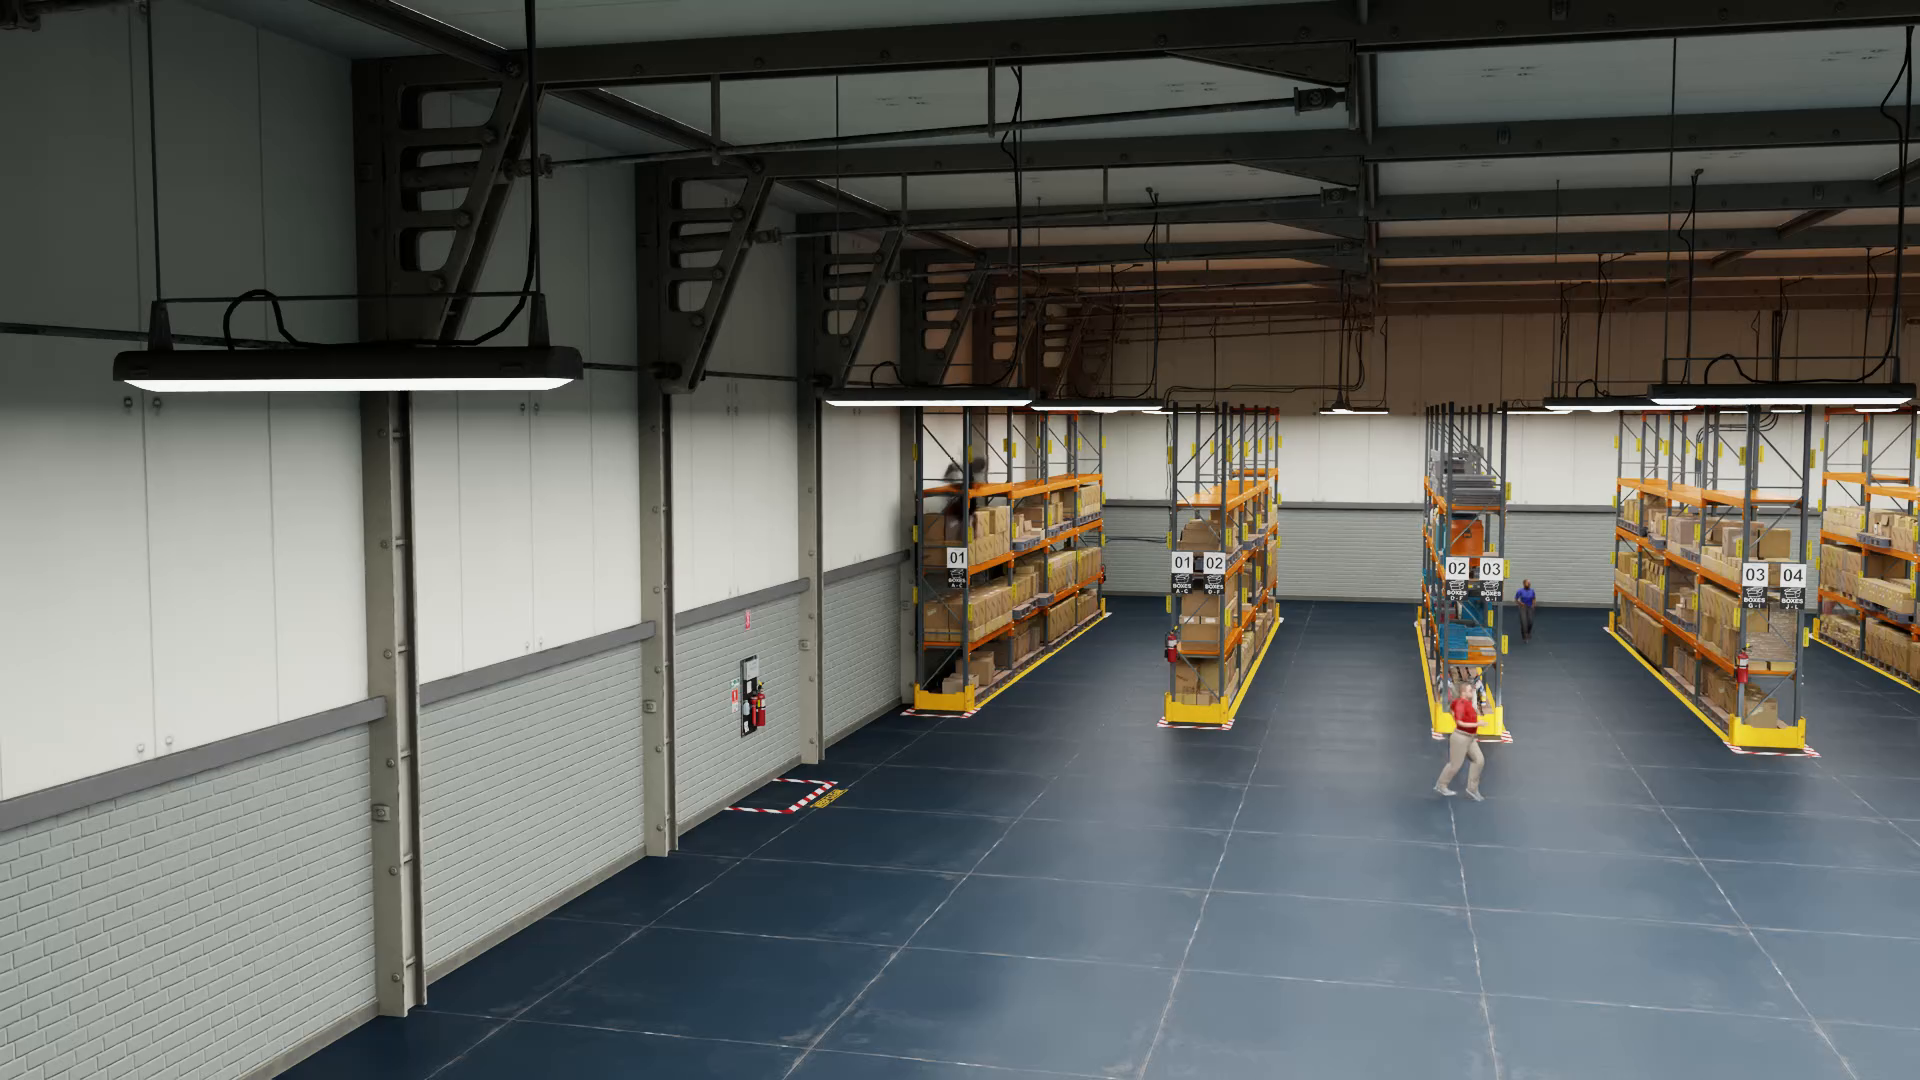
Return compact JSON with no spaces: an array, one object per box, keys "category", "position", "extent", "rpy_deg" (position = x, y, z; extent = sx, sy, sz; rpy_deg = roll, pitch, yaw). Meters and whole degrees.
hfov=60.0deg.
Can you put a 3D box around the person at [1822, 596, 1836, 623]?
[{"category":"person","position":[23.214,1.649,44.204],"extent":[0.617,1.644,0.582],"rpy_deg":[0,4,4]}]

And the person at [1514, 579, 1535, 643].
[{"category":"person","position":[14.375,1.801,42.243],"extent":[0.563,1.622,0.573],"rpy_deg":[0,4,4]}]

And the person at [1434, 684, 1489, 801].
[{"category":"person","position":[7.507,3.037,24.842],"extent":[0.795,1.795,0.647],"rpy_deg":[3,5,34]}]
